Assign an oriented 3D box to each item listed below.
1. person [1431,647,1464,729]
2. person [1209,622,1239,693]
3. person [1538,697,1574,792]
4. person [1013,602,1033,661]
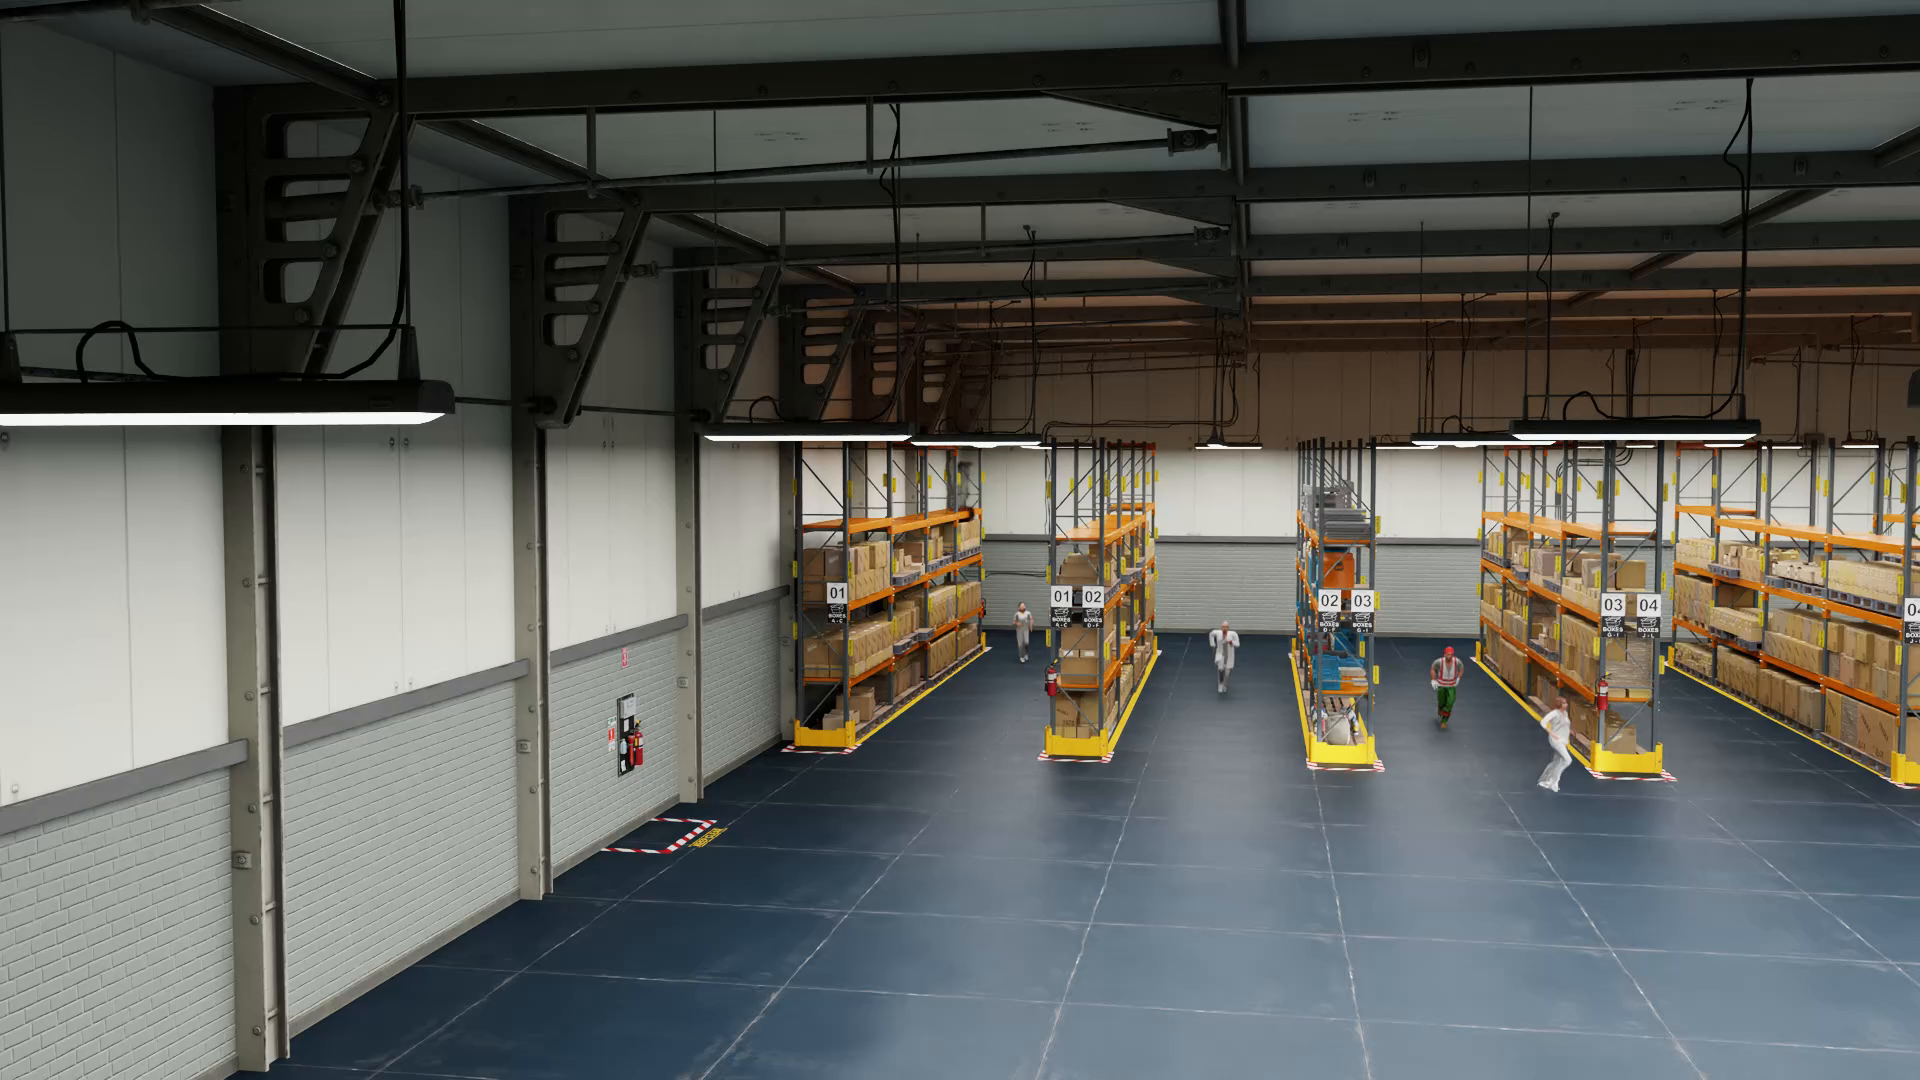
[{"bbox_3d":[10.134,3.054,34.649,0.657,1.720,0.897,0,3,2],"label":"person"},{"bbox_3d":[6.242,2.768,39.282,0.690,1.706,0.958,0,3,5],"label":"person"},{"bbox_3d":[10.111,3.444,28.111,0.568,1.597,0.570,-3,4,-45],"label":"person"},{"bbox_3d":[1.719,2.498,45.207,0.543,1.635,0.627,0,3,1],"label":"person"}]
